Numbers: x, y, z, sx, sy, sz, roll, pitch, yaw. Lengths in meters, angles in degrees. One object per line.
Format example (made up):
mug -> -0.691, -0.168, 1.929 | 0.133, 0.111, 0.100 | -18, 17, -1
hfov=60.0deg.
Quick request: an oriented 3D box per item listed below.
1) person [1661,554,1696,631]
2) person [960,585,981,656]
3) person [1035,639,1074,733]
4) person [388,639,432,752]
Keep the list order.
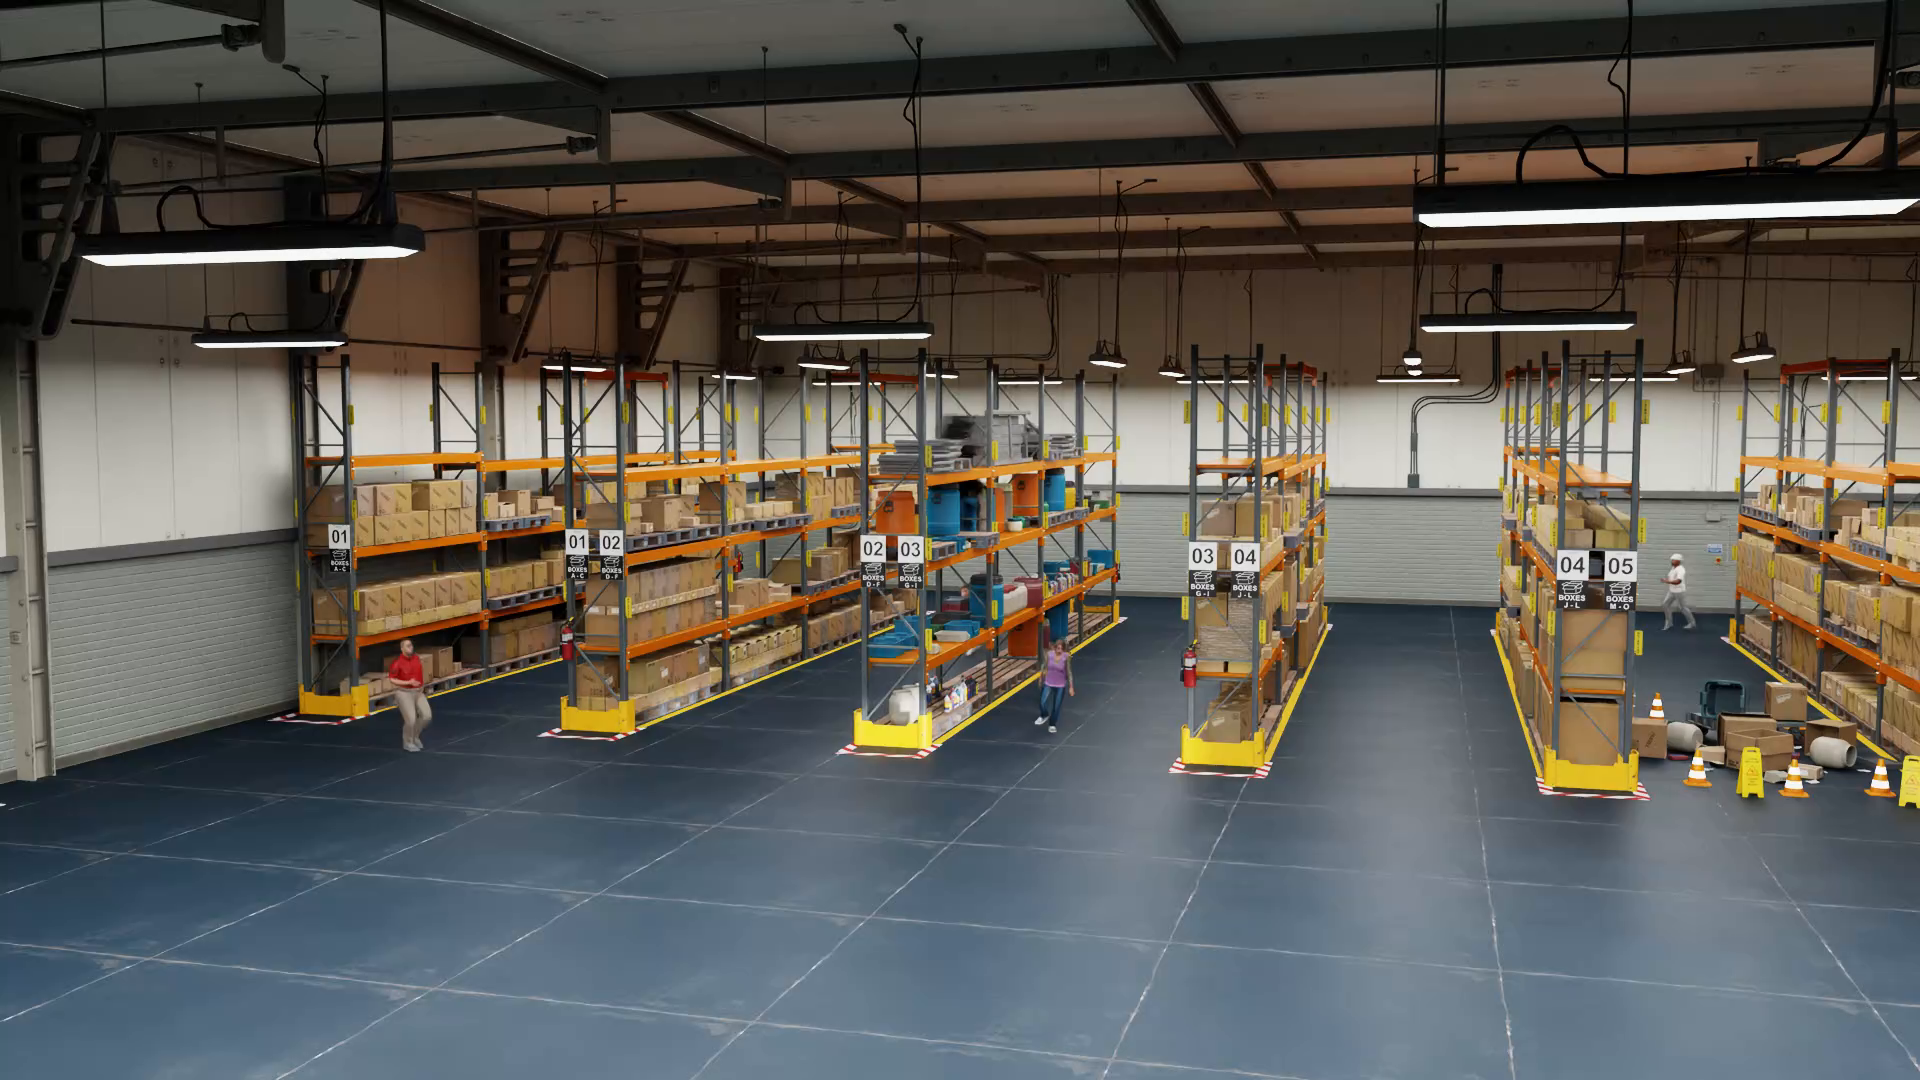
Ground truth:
person -> 16.616, 1.234, 38.516 | 0.856, 1.826, 0.681 | 0, 4, 4
person -> 0.294, 1.640, 35.009 | 0.567, 1.510, 1.037 | 2, 5, 27
person -> 1.483, 2.286, 26.112 | 0.659, 1.505, 0.601 | 1, 4, 10
person -> -8.124, 2.327, 24.667 | 0.575, 1.712, 0.643 | 3, 5, 31
